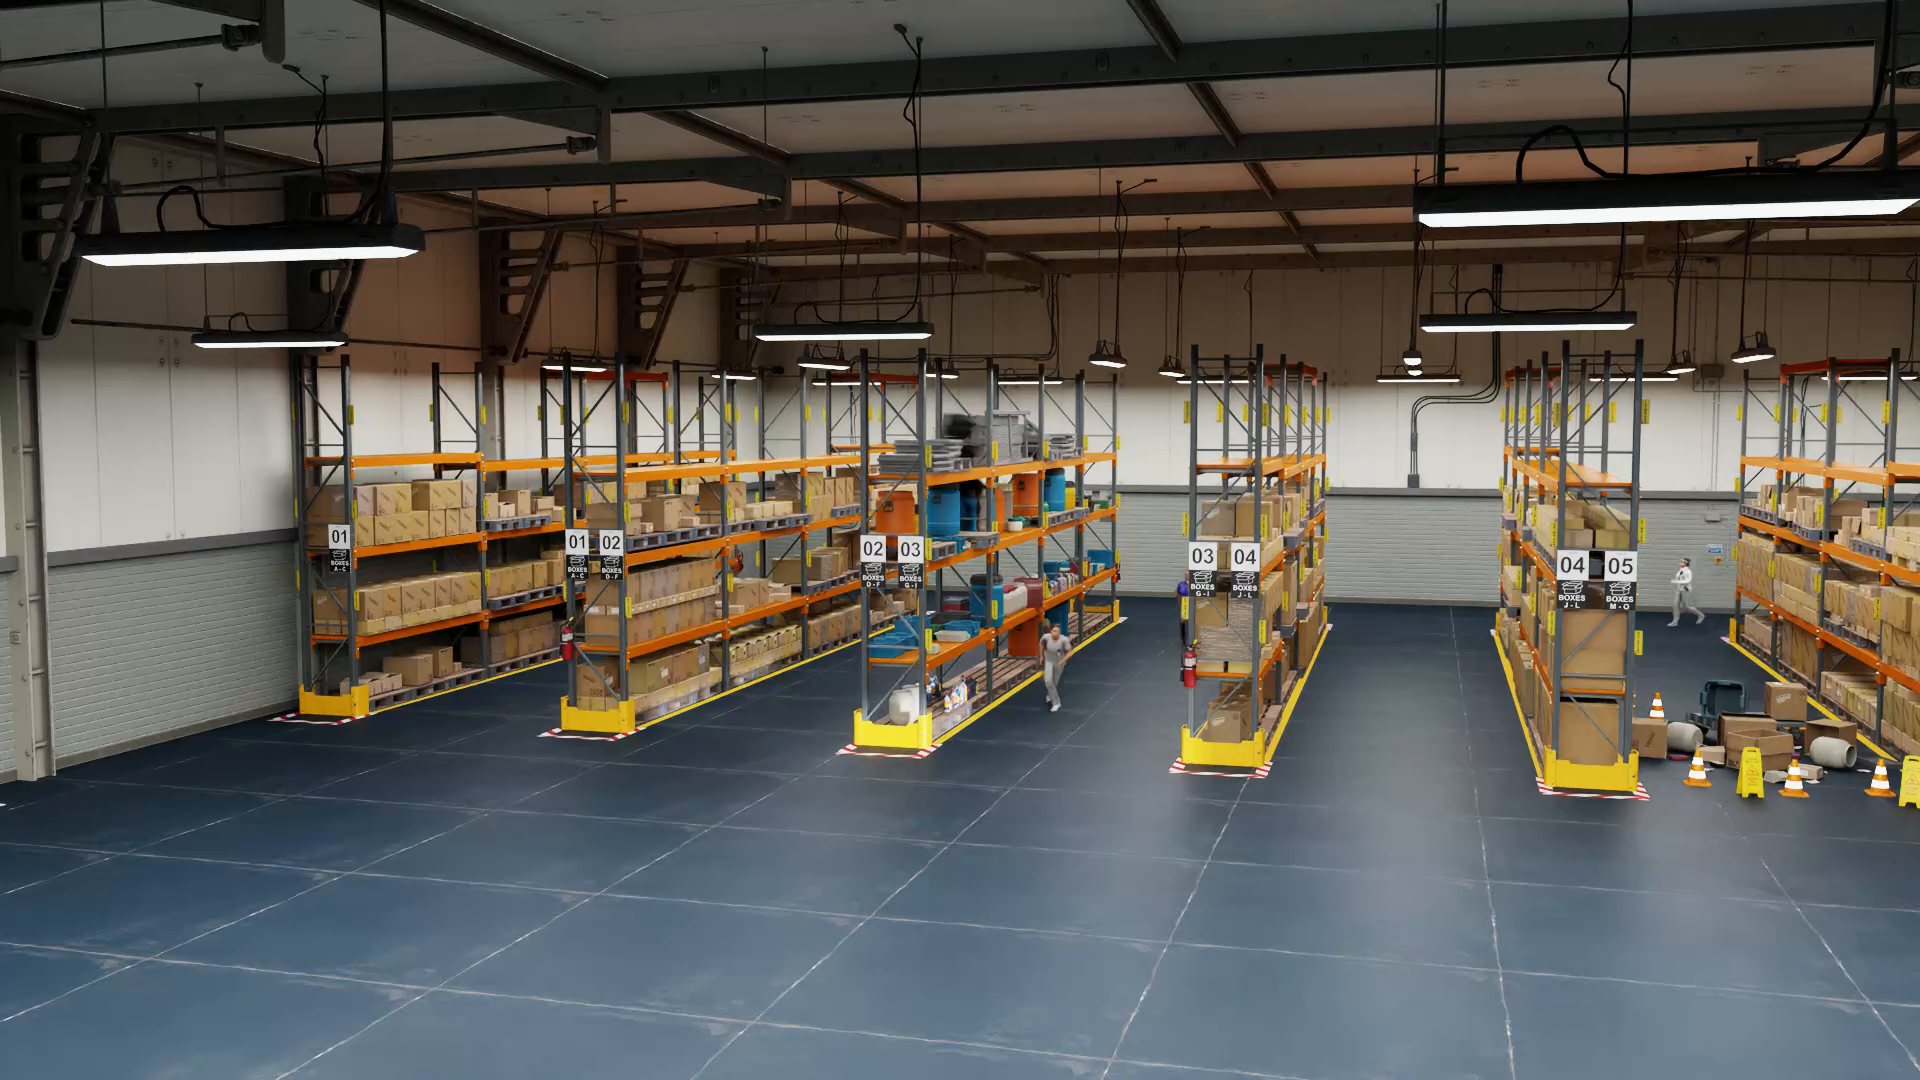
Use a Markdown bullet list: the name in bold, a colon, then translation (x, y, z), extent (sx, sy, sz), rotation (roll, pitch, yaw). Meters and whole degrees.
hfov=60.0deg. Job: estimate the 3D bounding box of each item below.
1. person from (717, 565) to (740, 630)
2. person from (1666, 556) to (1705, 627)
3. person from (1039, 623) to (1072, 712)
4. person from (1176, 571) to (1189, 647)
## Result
- **person**: translation (-4.958, 1.445, 35.834), extent (0.616, 1.839, 0.855), rotation (2, 5, 22)
- **person**: translation (17.082, 1.212, 39.153), extent (0.854, 1.673, 0.620), rotation (0, 4, 1)
- **person**: translation (1.634, 2.129, 28.496), extent (0.556, 1.534, 1.024), rotation (0, 4, 3)
- **person**: translation (4.935, 1.494, 36.084), extent (0.474, 1.670, 0.804), rotation (1, 4, 7)
